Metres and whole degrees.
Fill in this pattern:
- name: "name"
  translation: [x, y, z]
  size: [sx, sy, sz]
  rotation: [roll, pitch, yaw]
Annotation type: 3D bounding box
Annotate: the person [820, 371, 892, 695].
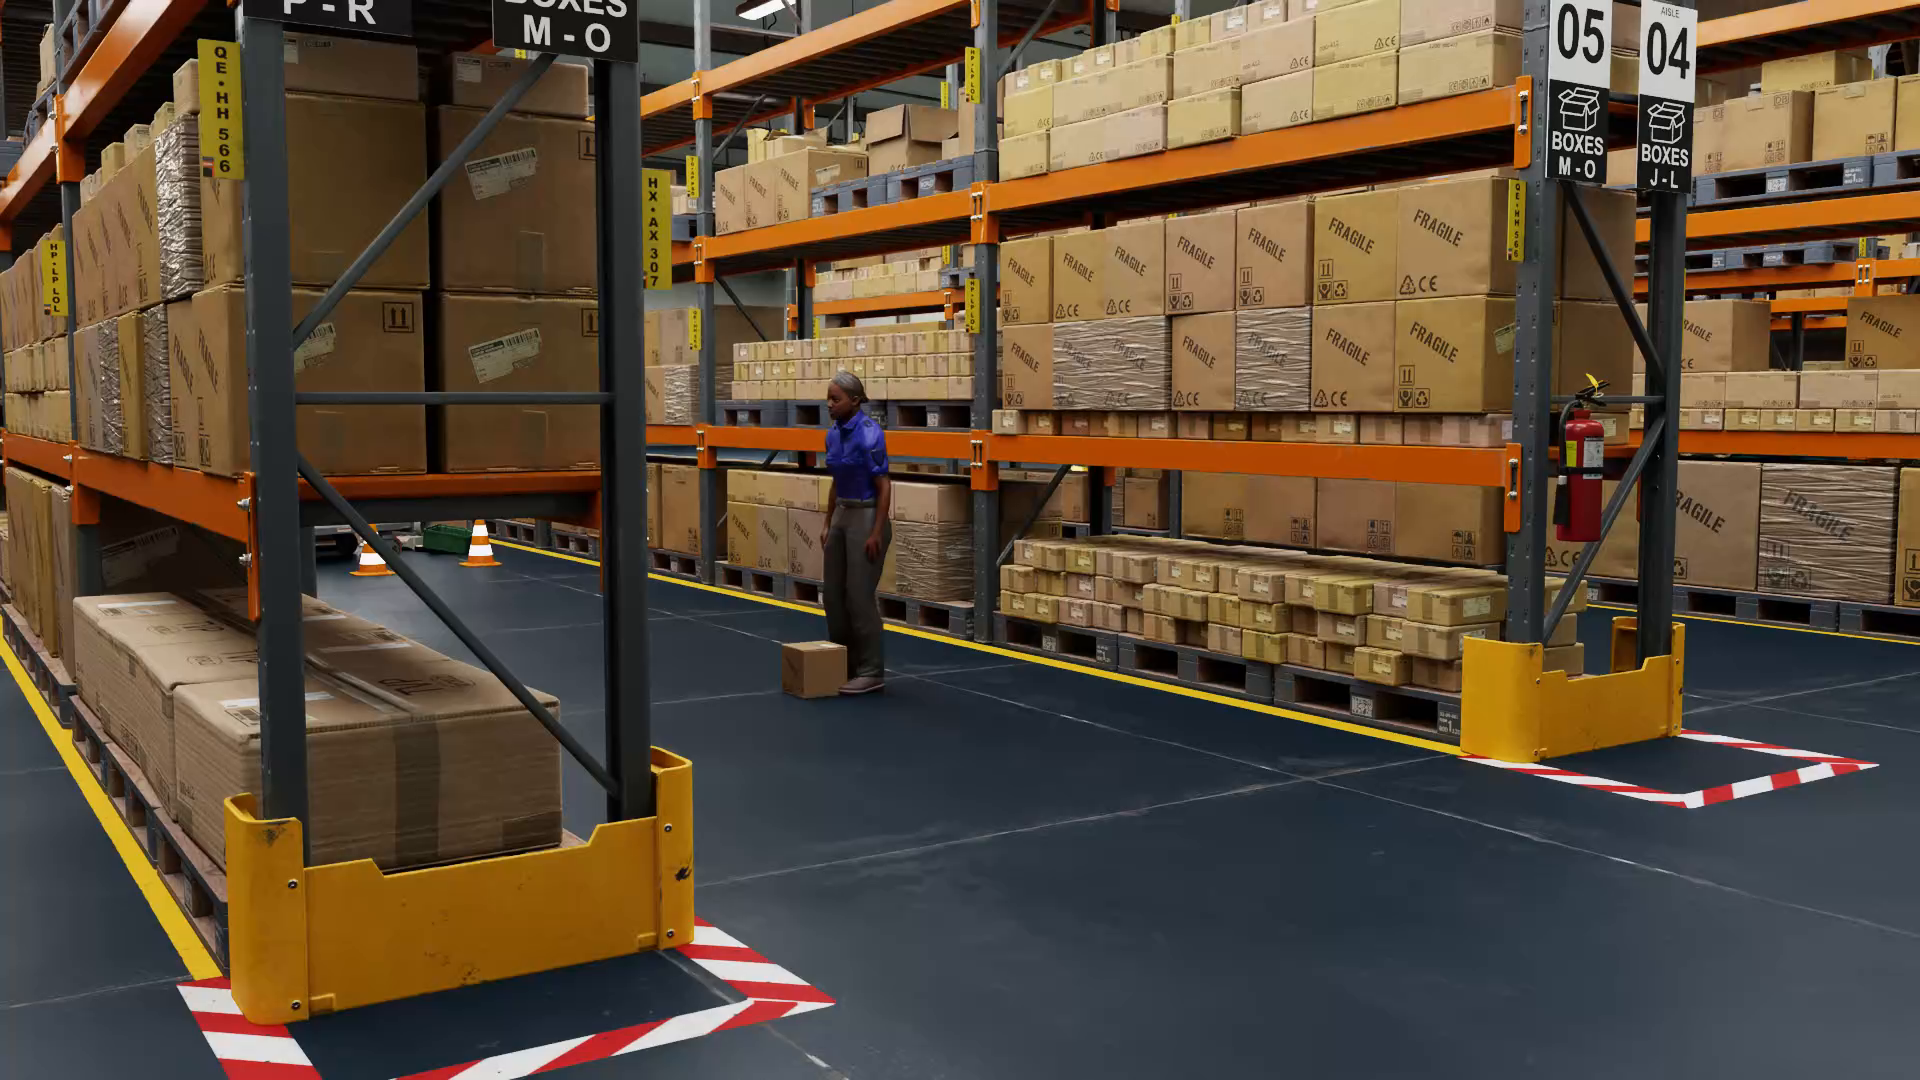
- name: "person"
  translation: [-0.560, -0.044, 8.642]
  size: [0.352, 1.654, 0.530]
  rotation: [-4, 6, -37]
